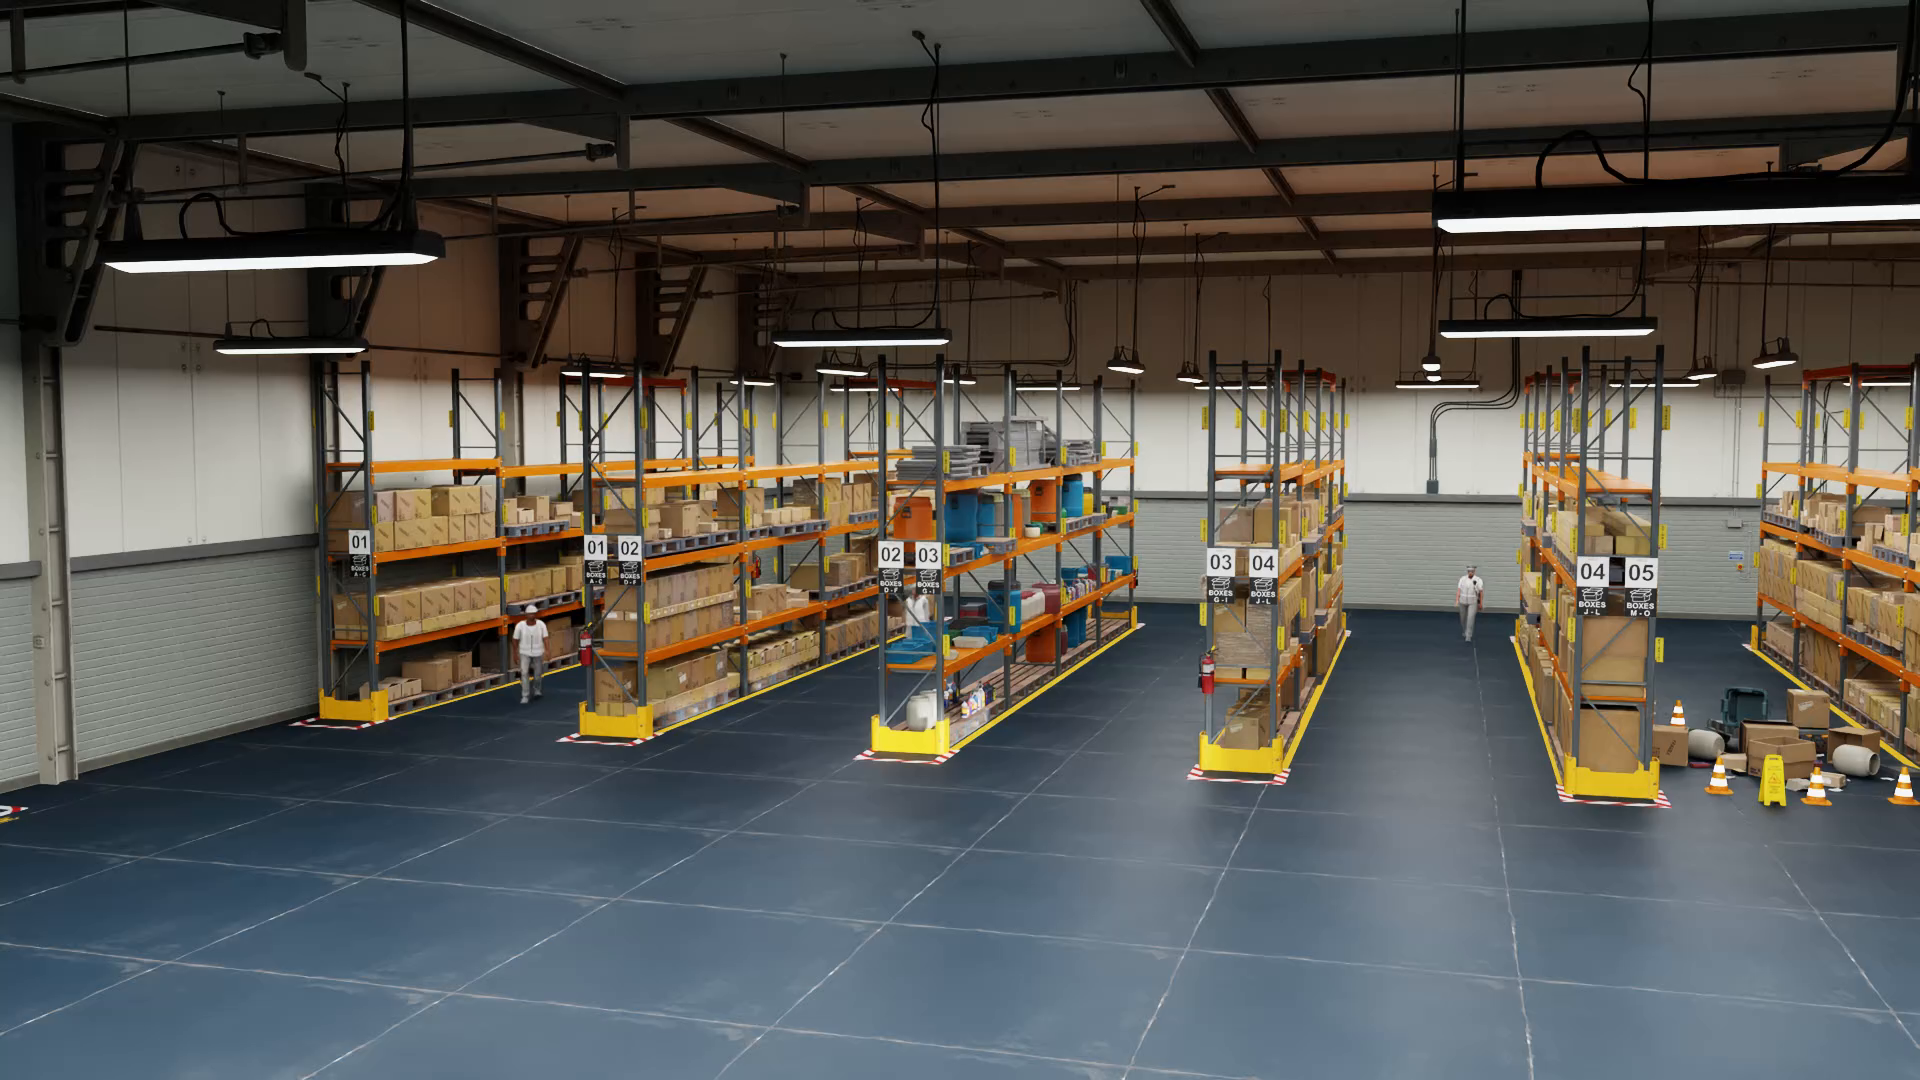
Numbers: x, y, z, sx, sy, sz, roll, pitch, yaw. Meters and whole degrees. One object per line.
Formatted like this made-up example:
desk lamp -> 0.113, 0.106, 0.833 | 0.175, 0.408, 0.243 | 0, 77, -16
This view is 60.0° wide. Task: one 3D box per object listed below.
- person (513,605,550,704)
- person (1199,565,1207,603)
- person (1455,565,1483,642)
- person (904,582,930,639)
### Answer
person -> -7.625, 2.009, 29.593 | 0.652, 1.698, 1.109 | -1, 4, -12
person -> 6.131, 1.330, 40.420 | 0.592, 1.579, 0.692 | 2, 4, 24
person -> 11.614, 1.424, 37.900 | 0.568, 1.712, 0.990 | 2, 5, 29
person -> -0.865, 1.680, 33.631 | 0.608, 1.664, 0.852 | 2, 4, 25
